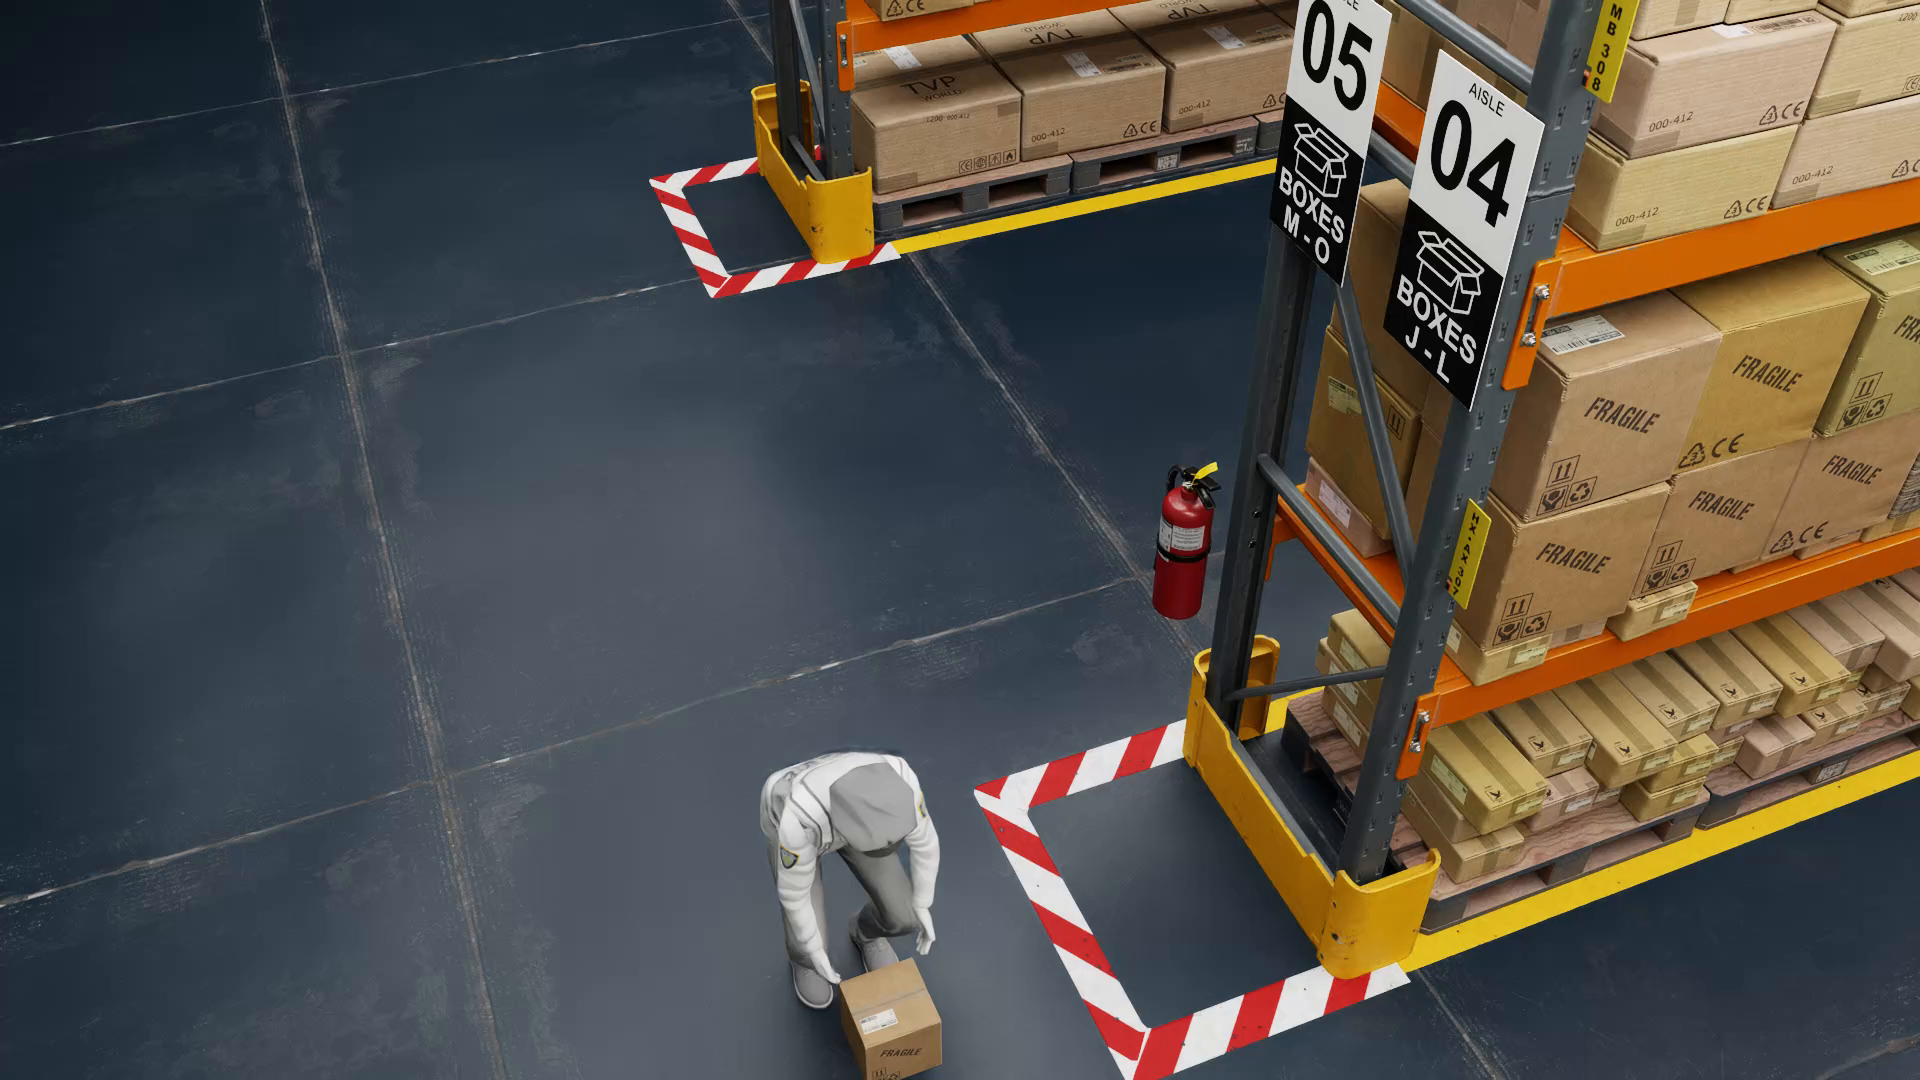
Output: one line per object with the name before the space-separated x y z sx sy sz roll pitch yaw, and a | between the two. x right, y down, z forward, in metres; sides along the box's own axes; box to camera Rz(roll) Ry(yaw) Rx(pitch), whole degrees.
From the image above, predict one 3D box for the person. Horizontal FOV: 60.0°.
person | -0.347 1.036 5.291 0.534 1.294 0.749 -15 44 -16
